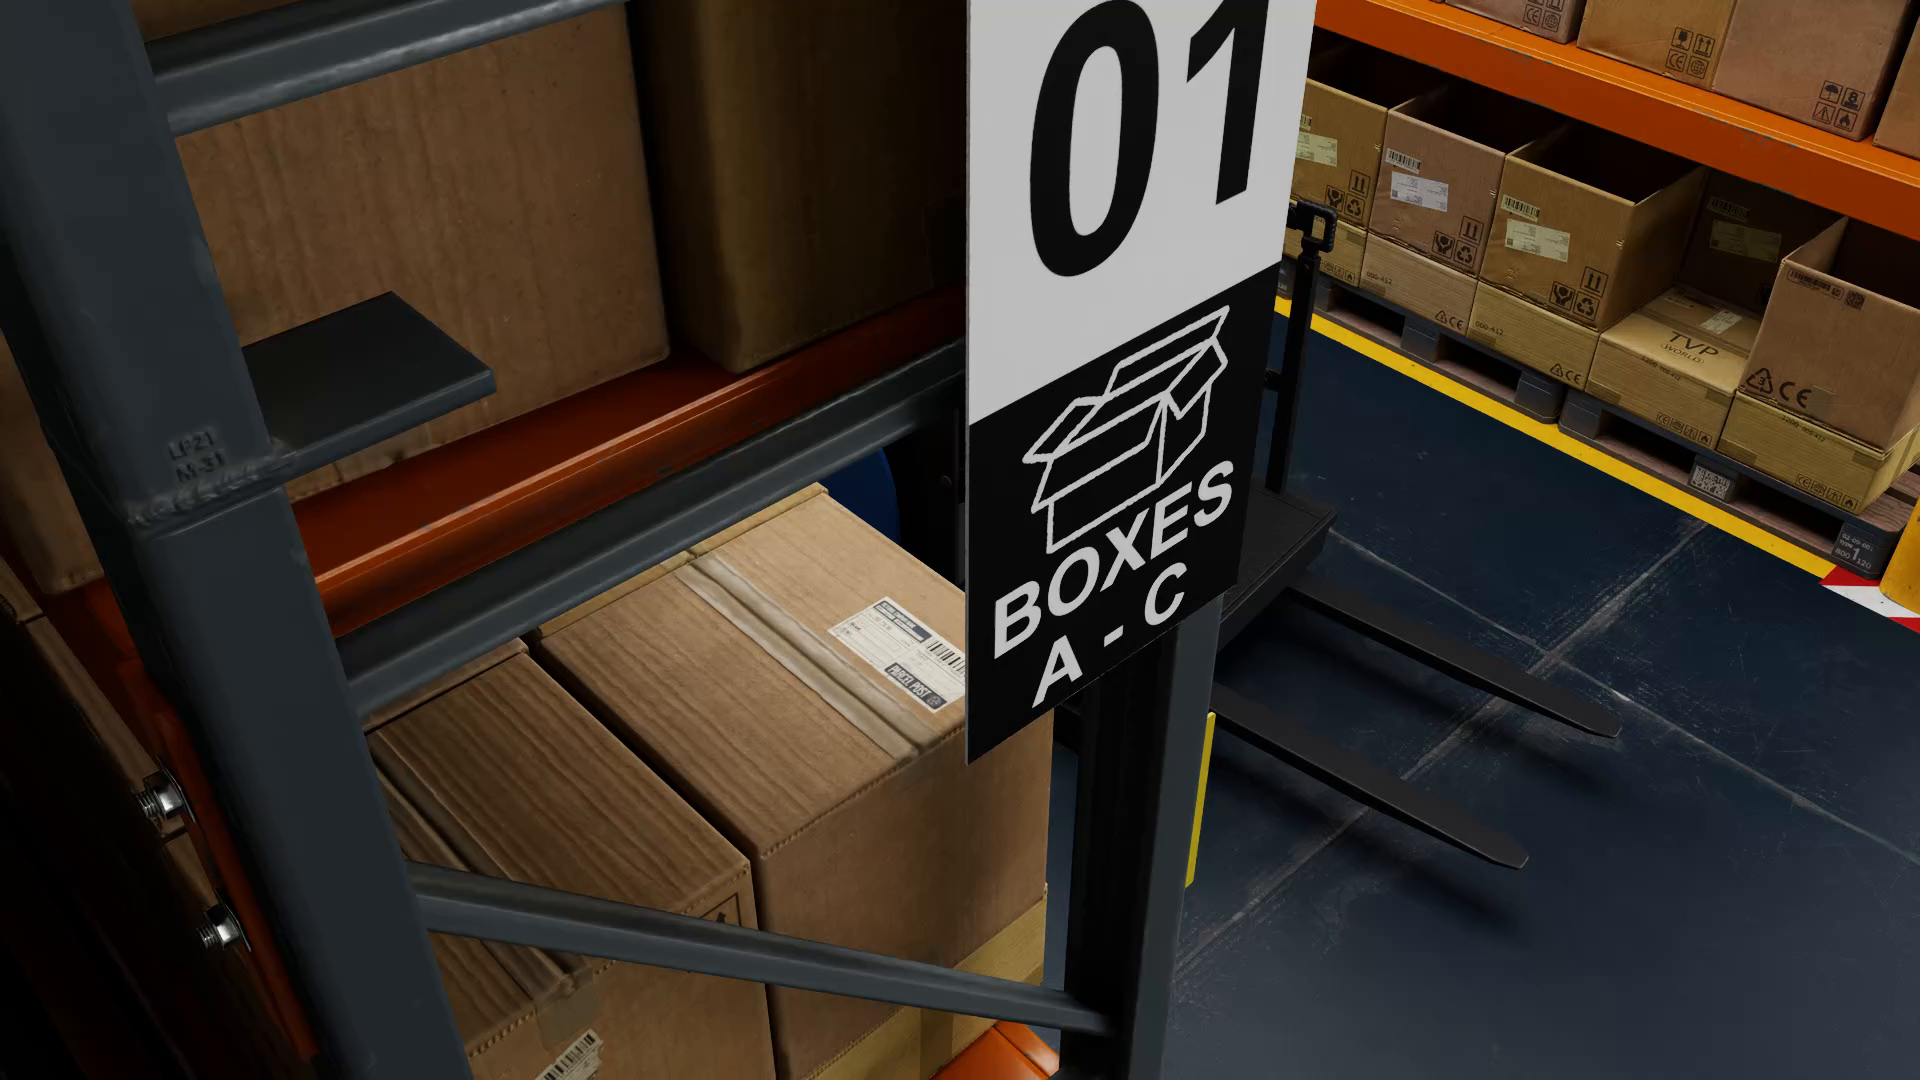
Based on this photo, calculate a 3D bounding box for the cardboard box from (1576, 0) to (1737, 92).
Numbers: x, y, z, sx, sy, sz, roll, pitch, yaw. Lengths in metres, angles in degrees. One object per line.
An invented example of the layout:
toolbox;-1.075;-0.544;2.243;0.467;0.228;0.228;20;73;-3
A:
cardboard box;2.531;-1.911;5.574;0.700;0.500;0.500;-30;47;-31

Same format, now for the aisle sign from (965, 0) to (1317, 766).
aisle sign;0.151;-0.176;1.436;0.394;0.787;0.004;-30;48;-32

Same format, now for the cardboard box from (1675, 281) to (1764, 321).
cardboard box;2.988;-0.844;6.186;0.500;0.250;0.500;-30;48;-32

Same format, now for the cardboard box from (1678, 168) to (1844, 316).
cardboard box;2.989;-1.136;5.951;0.500;0.500;0.500;-30;48;-32

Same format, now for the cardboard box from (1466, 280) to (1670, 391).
cardboard box;2.261;-0.851;6.195;0.500;0.250;0.500;-30;48;-32

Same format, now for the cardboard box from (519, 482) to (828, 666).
cardboard box;-0.547;0.106;2.662;0.500;0.500;0.500;-30;48;-32

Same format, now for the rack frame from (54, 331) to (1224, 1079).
rack frame;-0.119;0.929;2.136;1.000;3.000;0.127;-30;48;-32

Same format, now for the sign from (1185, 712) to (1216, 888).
sign;0.281;0.362;2.150;0.100;0.325;0.005;-30;48;-32

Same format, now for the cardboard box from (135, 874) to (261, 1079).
cardboard box;-0.936;0.610;2.636;0.500;0.250;0.500;-29;47;-31

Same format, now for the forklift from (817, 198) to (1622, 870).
forklift;0.485;-0.888;4.441;3.031;2.935;1.130;27;46;30

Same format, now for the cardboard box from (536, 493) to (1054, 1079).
cardboard box;-0.220;0.339;2.373;0.500;0.500;0.500;-30;48;-32

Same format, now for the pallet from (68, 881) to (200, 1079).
pallet;-1.515;1.023;4.239;1.003;0.211;1.213;-30;48;-32

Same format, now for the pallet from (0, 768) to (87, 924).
pallet;-2.344;0.459;4.938;1.003;0.211;1.213;-30;48;-32

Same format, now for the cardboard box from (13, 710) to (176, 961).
cardboard box;-1.280;0.379;2.921;0.500;0.250;0.500;-30;48;-32

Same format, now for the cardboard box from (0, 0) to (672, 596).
cardboard box;-0.588;-0.370;1.262;0.500;0.500;0.500;-26;46;-29

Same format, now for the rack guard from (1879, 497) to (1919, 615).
rack guard;3.544;-0.194;5.517;1.175;0.500;0.348;-30;48;-32

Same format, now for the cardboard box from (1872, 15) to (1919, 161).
cardboard box;3.221;-1.438;4.988;0.700;0.500;0.500;-30;48;-32

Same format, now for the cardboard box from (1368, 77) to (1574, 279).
cardboard box;1.921;-1.373;6.245;0.500;0.500;0.500;-30;48;-32

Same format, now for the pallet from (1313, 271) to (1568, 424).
pallet;2.159;-0.993;6.736;1.003;0.211;1.213;-30;48;-32

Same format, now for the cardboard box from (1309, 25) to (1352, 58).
cardboard box;1.249;-1.839;6.821;0.500;0.500;0.500;-30;48;-32

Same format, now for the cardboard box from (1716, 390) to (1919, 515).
cardboard box;2.947;-0.394;5.629;0.500;0.250;0.500;-30;48;-32

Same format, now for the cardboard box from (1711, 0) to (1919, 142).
cardboard box;2.862;-1.679;5.286;0.700;0.500;0.500;-29;47;-31

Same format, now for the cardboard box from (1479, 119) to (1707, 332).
cardboard box;2.258;-1.141;5.957;0.500;0.500;0.500;-30;48;-32

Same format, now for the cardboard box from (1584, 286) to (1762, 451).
cardboard box;2.600;-0.620;5.909;0.500;0.250;0.500;-30;48;-32

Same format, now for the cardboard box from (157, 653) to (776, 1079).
cardboard box;-0.594;0.560;2.100;0.500;0.500;0.500;-31;48;-32

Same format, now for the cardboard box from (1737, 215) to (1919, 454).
cardboard box;2.946;-0.685;5.392;0.500;0.500;0.500;-30;48;-32

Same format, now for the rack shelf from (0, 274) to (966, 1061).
rack shelf;-1.471;-0.884;2.566;1.077;0.370;4.000;-30;48;-32

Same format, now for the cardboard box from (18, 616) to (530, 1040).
cardboard box;-0.927;0.323;2.393;0.500;0.500;0.500;-29;47;-31

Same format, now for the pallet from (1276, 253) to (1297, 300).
pallet;1.329;-1.558;7.435;1.003;0.211;1.213;-30;48;-32

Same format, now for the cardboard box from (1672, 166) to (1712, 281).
cardboard box;2.641;-1.362;6.231;0.500;0.500;0.500;-30;48;-32

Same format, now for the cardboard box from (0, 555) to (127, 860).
cardboard box;-1.280;0.086;2.687;0.500;0.500;0.500;-31;48;-33

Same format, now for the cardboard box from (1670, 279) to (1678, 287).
cardboard box;2.650;-1.075;6.473;0.500;0.250;0.500;-30;48;-32

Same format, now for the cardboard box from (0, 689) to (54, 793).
cardboard box;-1.624;0.147;3.209;0.500;0.250;0.500;-29;47;-31

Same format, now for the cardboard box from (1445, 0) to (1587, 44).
cardboard box;2.172;-2.153;5.873;0.700;0.500;0.500;-28;47;-31

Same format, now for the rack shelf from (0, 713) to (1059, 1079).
rack shelf;-1.471;0.283;3.508;1.077;0.370;4.000;-30;48;-32

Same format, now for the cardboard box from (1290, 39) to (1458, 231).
cardboard box;1.582;-1.604;6.530;0.500;0.500;0.500;-30;48;-32

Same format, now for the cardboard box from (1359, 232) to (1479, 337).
cardboard box;1.924;-1.083;6.482;0.500;0.250;0.500;-30;48;-32

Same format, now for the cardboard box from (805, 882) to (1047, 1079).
cardboard box;-0.215;0.619;2.624;0.500;0.250;0.500;-31;48;-33

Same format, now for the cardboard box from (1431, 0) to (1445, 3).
cardboard box;1.825;-2.390;6.166;0.700;0.500;0.500;-29;47;-31

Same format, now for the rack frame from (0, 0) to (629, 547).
rack frame;-0.119;-1.405;0.251;1.000;3.000;0.127;-30;48;-32

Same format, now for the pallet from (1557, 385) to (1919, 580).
pallet;2.979;-0.429;6.037;1.003;0.211;1.213;-30;48;-32

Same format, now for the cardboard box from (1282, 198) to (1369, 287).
cardboard box;1.581;-1.312;6.765;0.500;0.250;0.500;-30;48;-32

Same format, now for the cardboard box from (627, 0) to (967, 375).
cardboard box;-0.161;-0.545;1.479;0.500;0.500;0.500;-29;47;-31
